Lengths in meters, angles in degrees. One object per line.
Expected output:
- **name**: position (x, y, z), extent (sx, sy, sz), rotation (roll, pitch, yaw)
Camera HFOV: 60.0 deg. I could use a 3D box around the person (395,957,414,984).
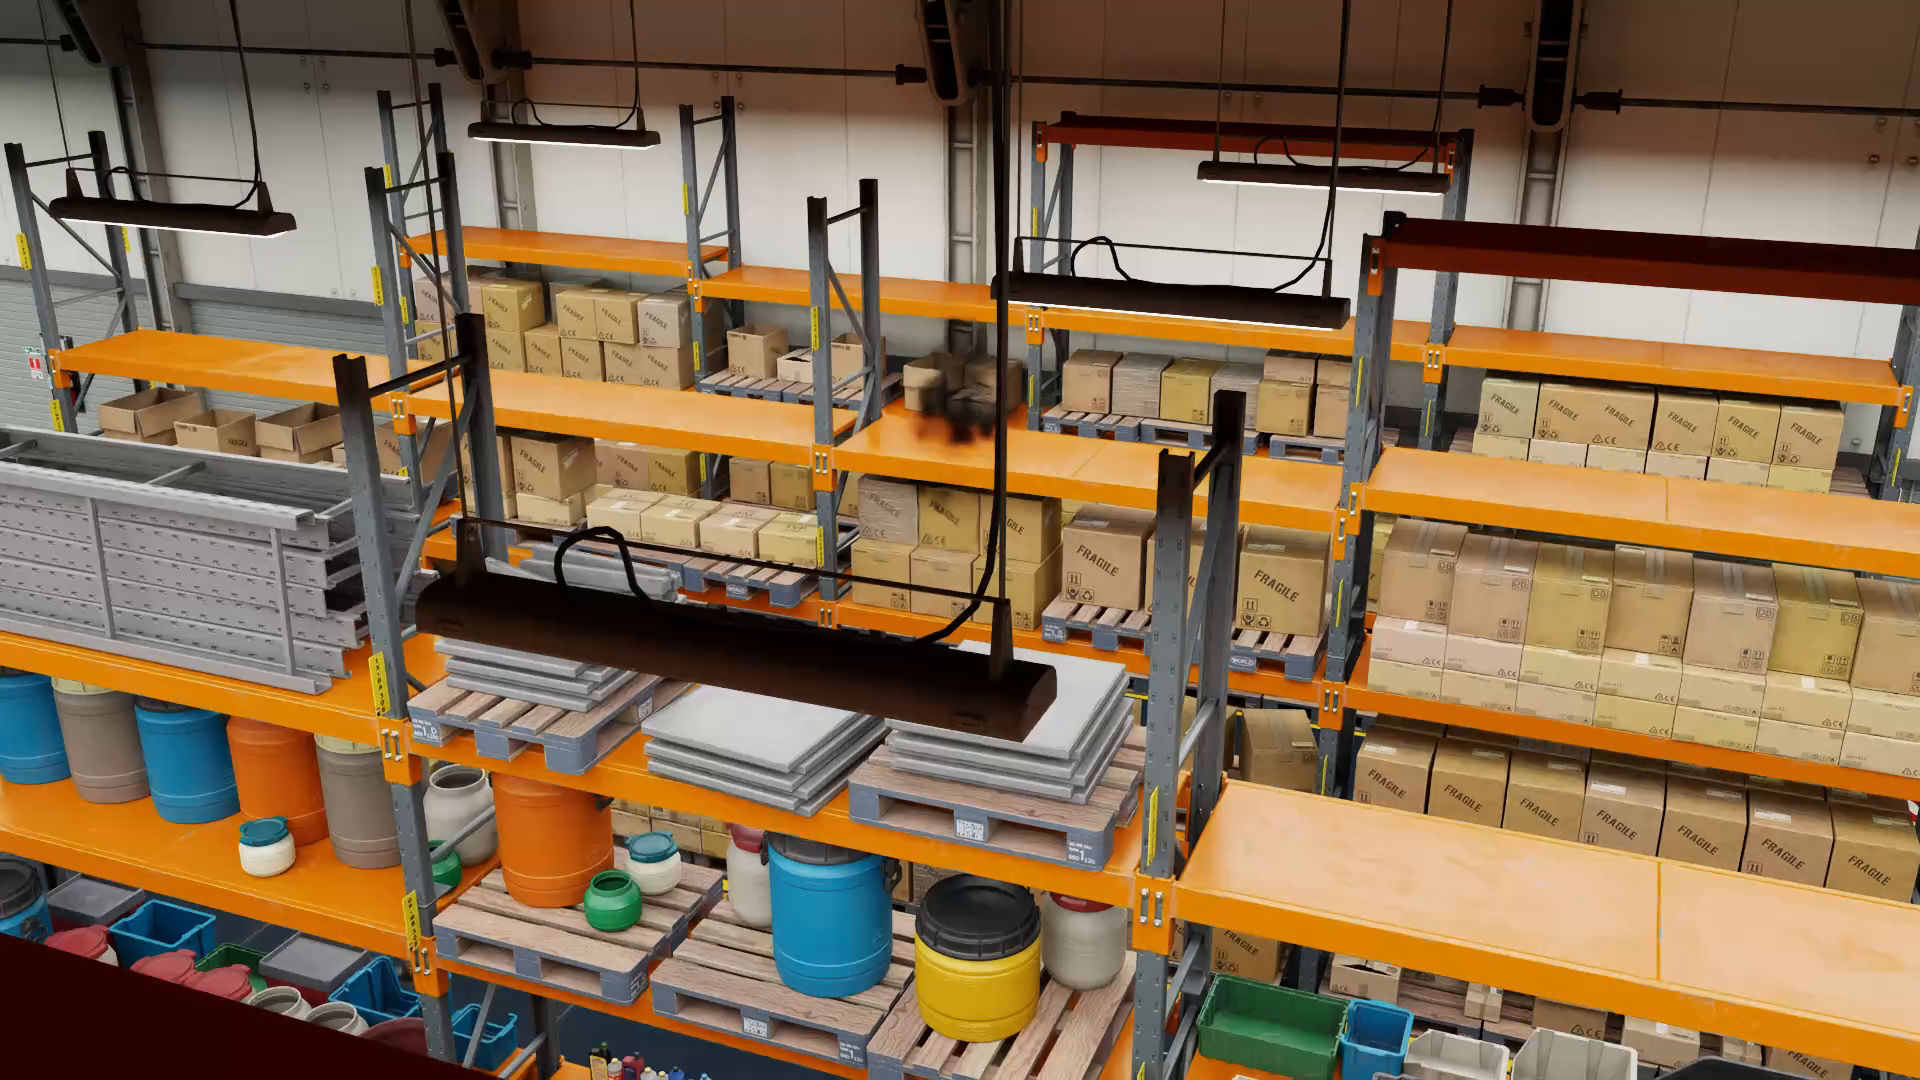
- **person**: position (-4.464, 2.630, 12.419), extent (0.754, 1.820, 0.683), rotation (9, 22, 22)
